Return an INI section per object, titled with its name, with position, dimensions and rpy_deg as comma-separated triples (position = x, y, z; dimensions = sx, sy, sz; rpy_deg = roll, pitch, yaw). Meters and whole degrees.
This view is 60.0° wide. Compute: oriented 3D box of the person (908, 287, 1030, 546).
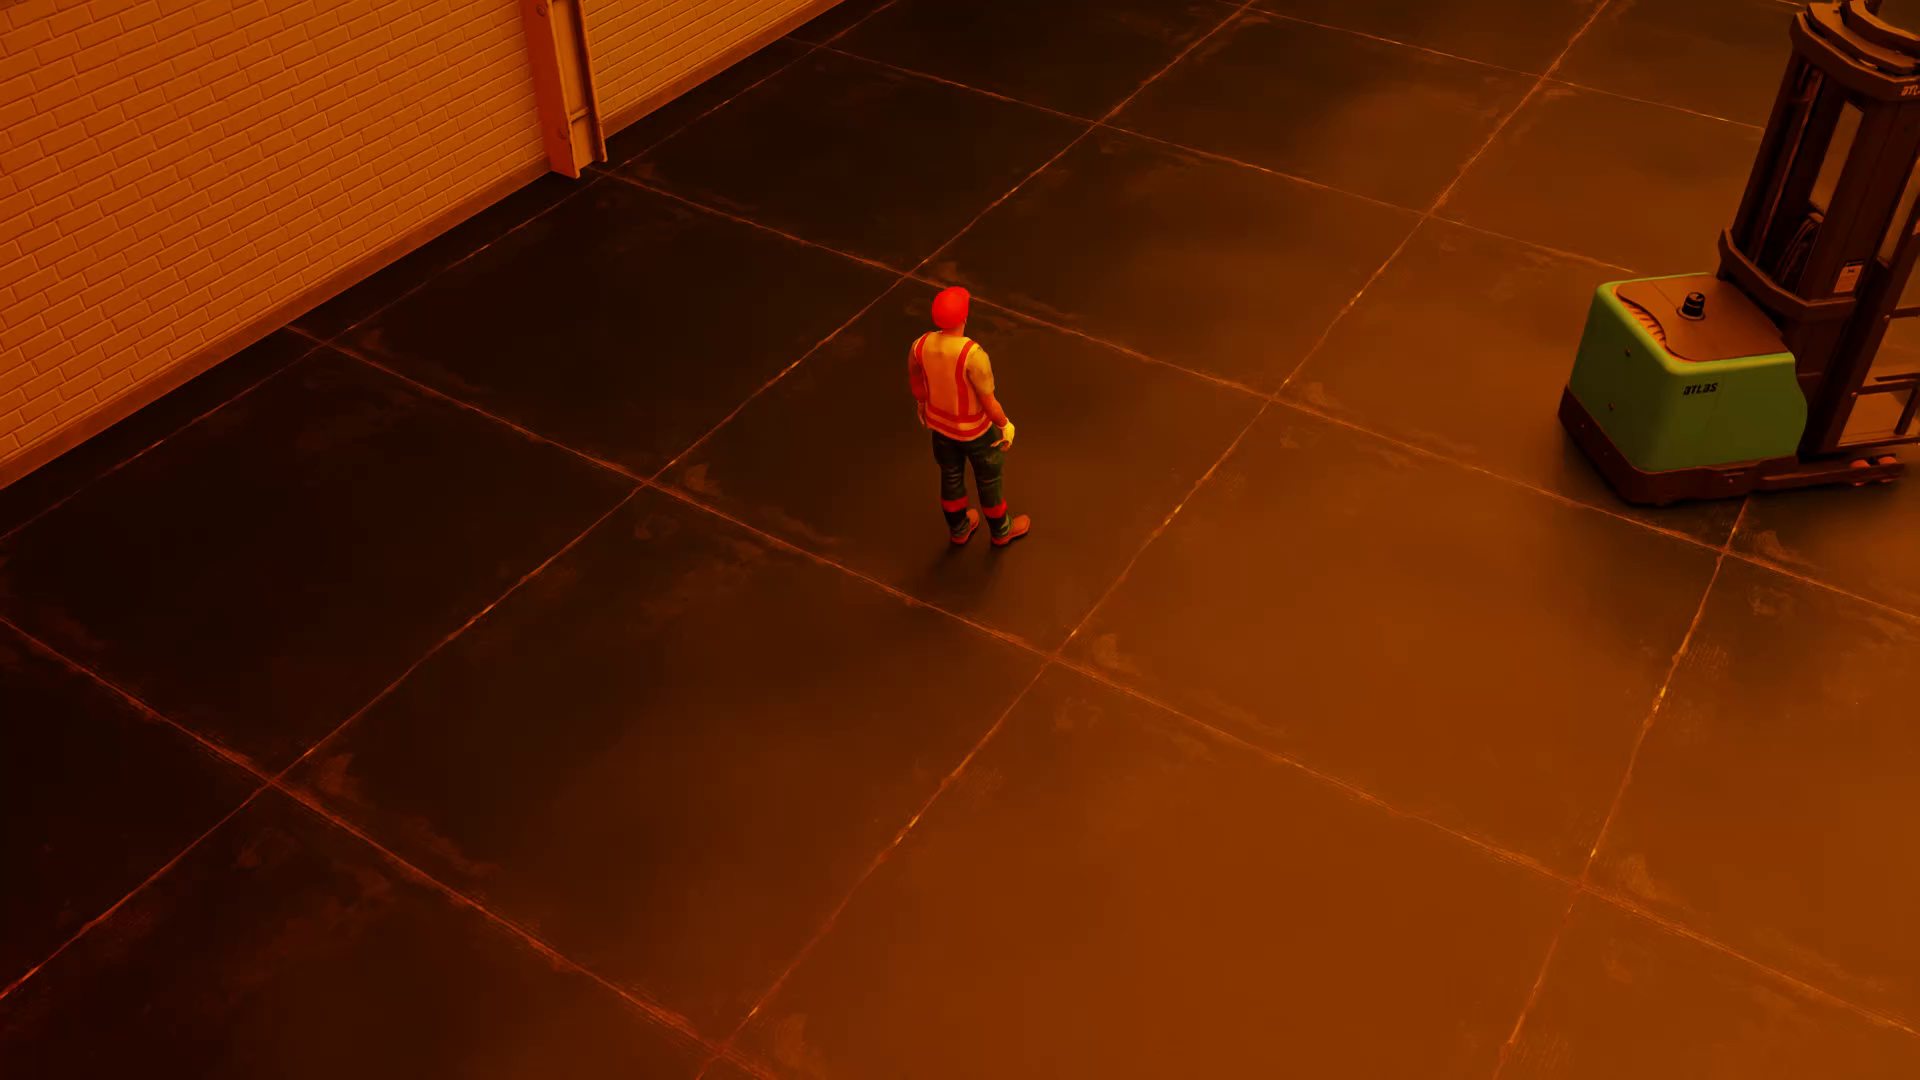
[person]
position = 0.054, -0.727, 9.697
dimensions = 0.637, 1.787, 0.564
rpy_deg = 22, 45, 24

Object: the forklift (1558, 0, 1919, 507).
[forklift]
position = 5.562, -1.795, 10.085
dimensions = 3.031, 2.935, 1.130
rpy_deg = -7, 41, -8
